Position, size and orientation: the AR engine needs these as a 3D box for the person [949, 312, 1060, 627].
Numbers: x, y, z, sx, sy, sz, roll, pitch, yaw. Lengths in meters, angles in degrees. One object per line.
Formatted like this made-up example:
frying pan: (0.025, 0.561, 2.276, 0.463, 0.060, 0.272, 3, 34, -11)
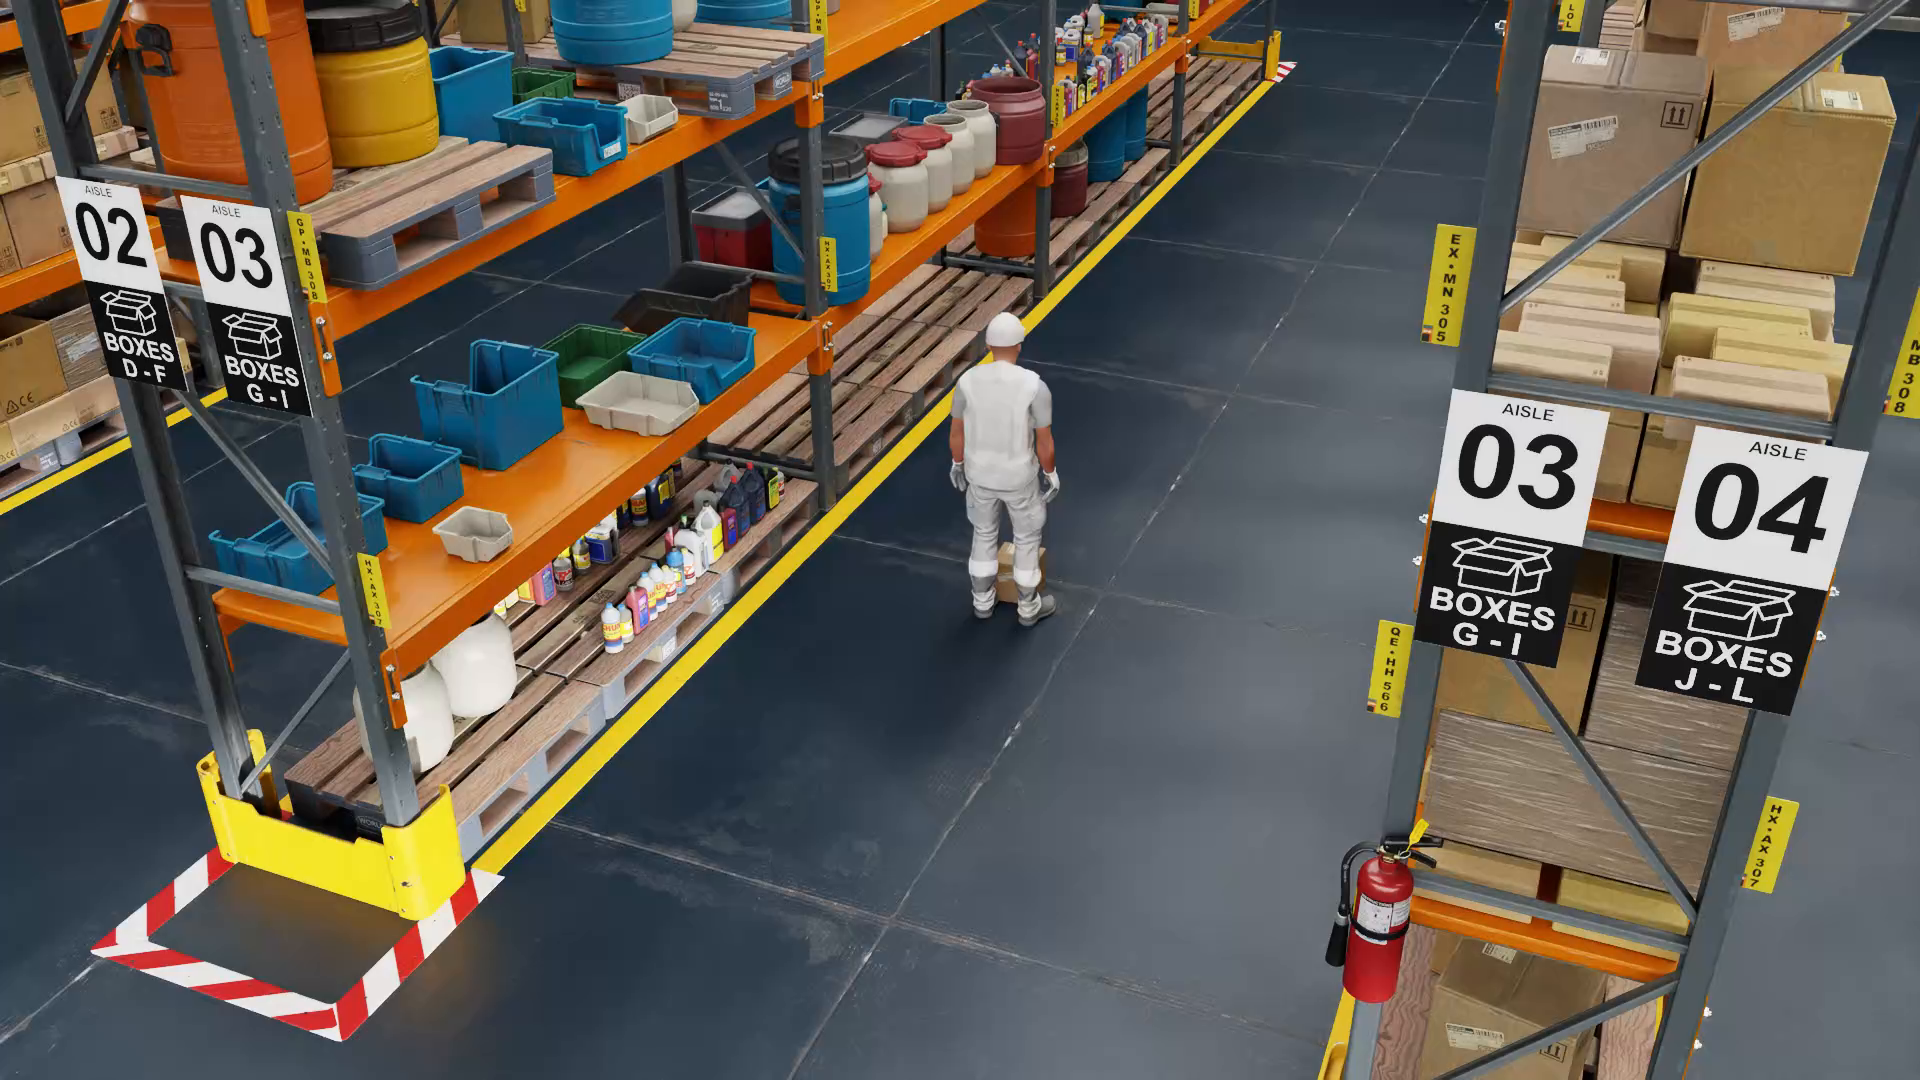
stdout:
person: (0.240, -0.370, 9.045, 0.616, 1.778, 0.453, 9, 31, 16)
